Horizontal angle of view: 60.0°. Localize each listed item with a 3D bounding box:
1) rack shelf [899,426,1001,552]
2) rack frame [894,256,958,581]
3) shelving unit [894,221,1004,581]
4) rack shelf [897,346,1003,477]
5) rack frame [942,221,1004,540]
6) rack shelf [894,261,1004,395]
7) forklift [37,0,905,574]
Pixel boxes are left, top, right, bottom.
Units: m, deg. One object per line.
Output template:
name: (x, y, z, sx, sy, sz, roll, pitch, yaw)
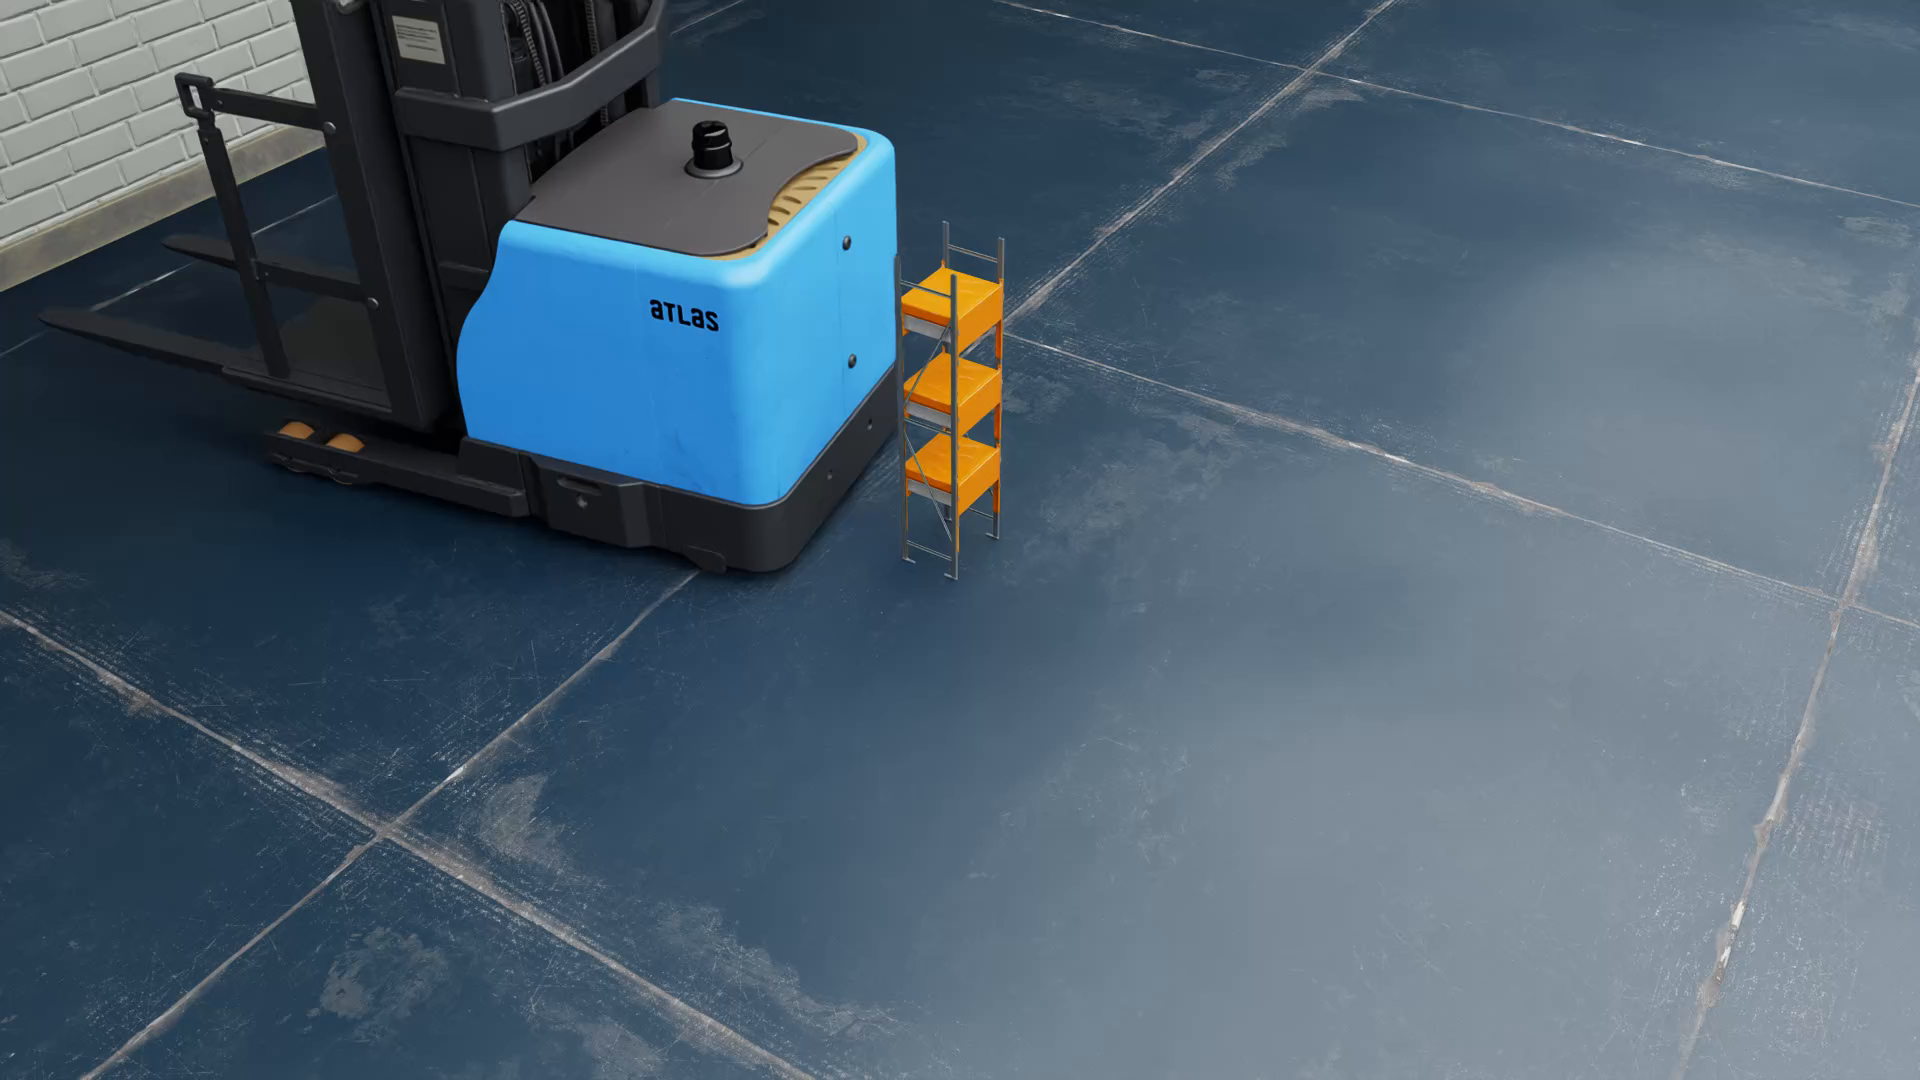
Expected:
rack shelf: (-0.029, -0.160, 5.070, 0.215, 0.259, 0.240, 21, 42, 25)
rack frame: (-0.094, -0.325, 4.812, 0.200, 1.050, 0.008, 21, 42, 25)
shelving unit: (-0.029, -0.388, 4.894, 0.215, 1.050, 0.252, 21, 42, 25)
rack shelf: (-0.029, -0.380, 4.900, 0.215, 0.259, 0.240, 21, 42, 25)
rack frame: (0.037, -0.451, 4.975, 0.200, 1.050, 0.008, 21, 42, 25)
rack shelf: (-0.029, -0.605, 4.727, 0.215, 0.259, 0.240, 21, 42, 25)
forklift: (-1.756, -1.626, 4.959, 3.031, 2.935, 1.130, 14, 40, 17)
